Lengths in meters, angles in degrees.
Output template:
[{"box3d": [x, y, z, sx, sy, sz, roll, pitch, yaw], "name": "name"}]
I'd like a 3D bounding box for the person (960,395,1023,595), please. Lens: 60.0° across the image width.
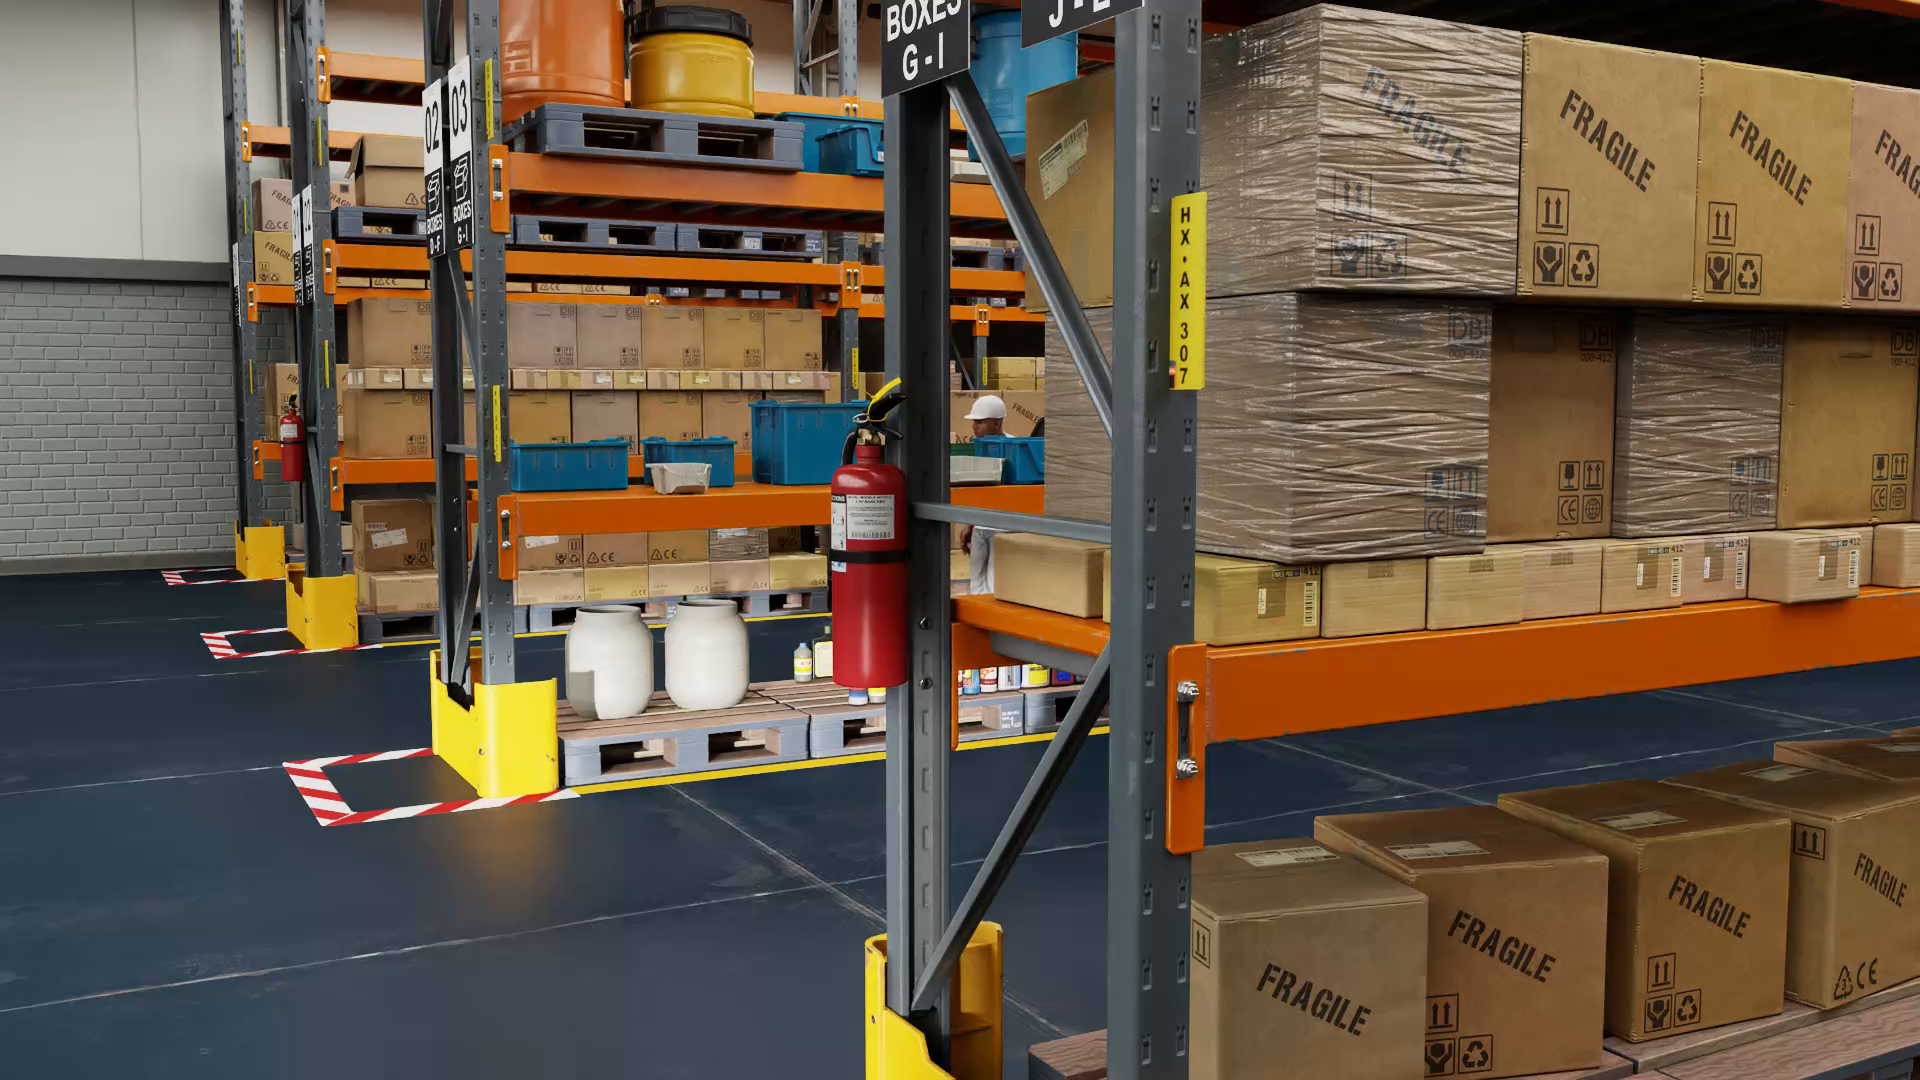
[{"box3d": [0.221, -0.051, 10.730, 0.454, 1.761, 0.637, -3, 6, -31], "name": "person"}]
